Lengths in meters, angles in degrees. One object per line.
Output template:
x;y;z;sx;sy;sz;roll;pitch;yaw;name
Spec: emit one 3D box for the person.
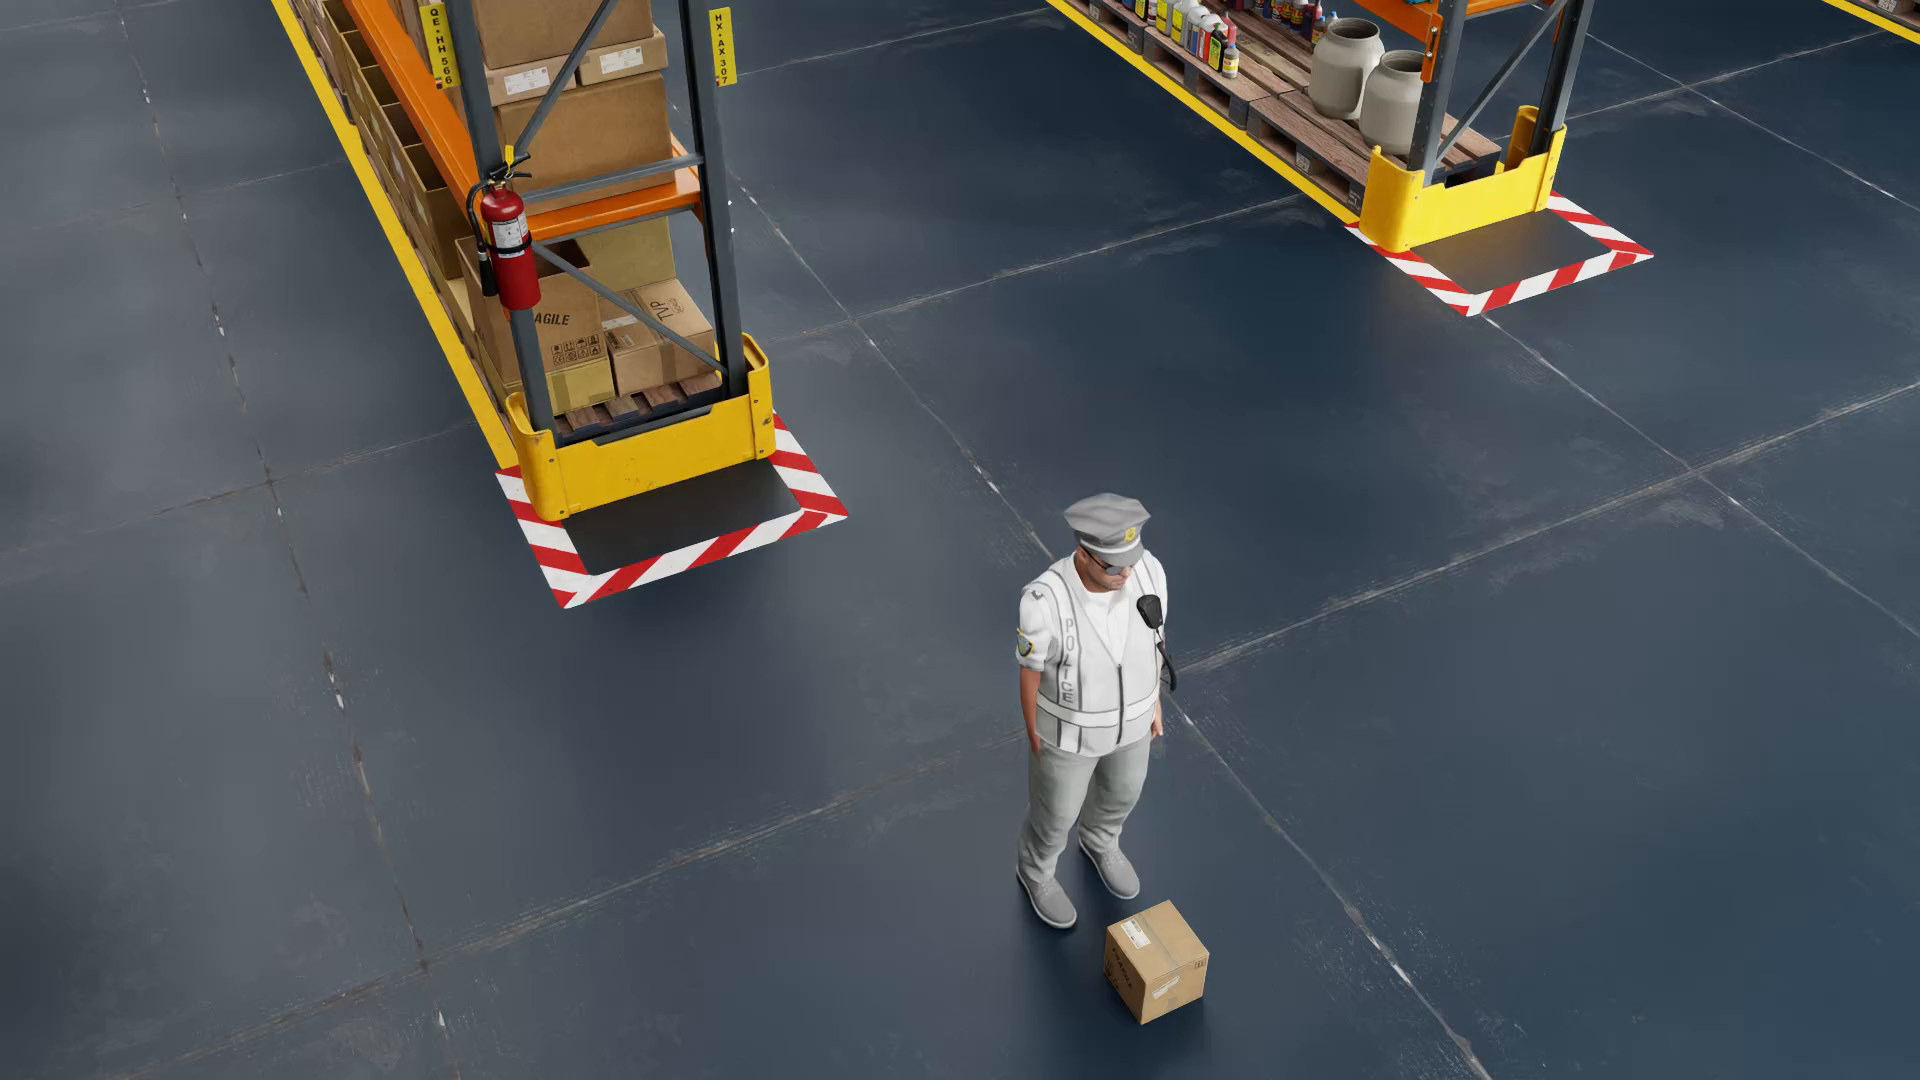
0.447;0.582;5.500;0.529;1.750;0.392;-18;44;-20;person
